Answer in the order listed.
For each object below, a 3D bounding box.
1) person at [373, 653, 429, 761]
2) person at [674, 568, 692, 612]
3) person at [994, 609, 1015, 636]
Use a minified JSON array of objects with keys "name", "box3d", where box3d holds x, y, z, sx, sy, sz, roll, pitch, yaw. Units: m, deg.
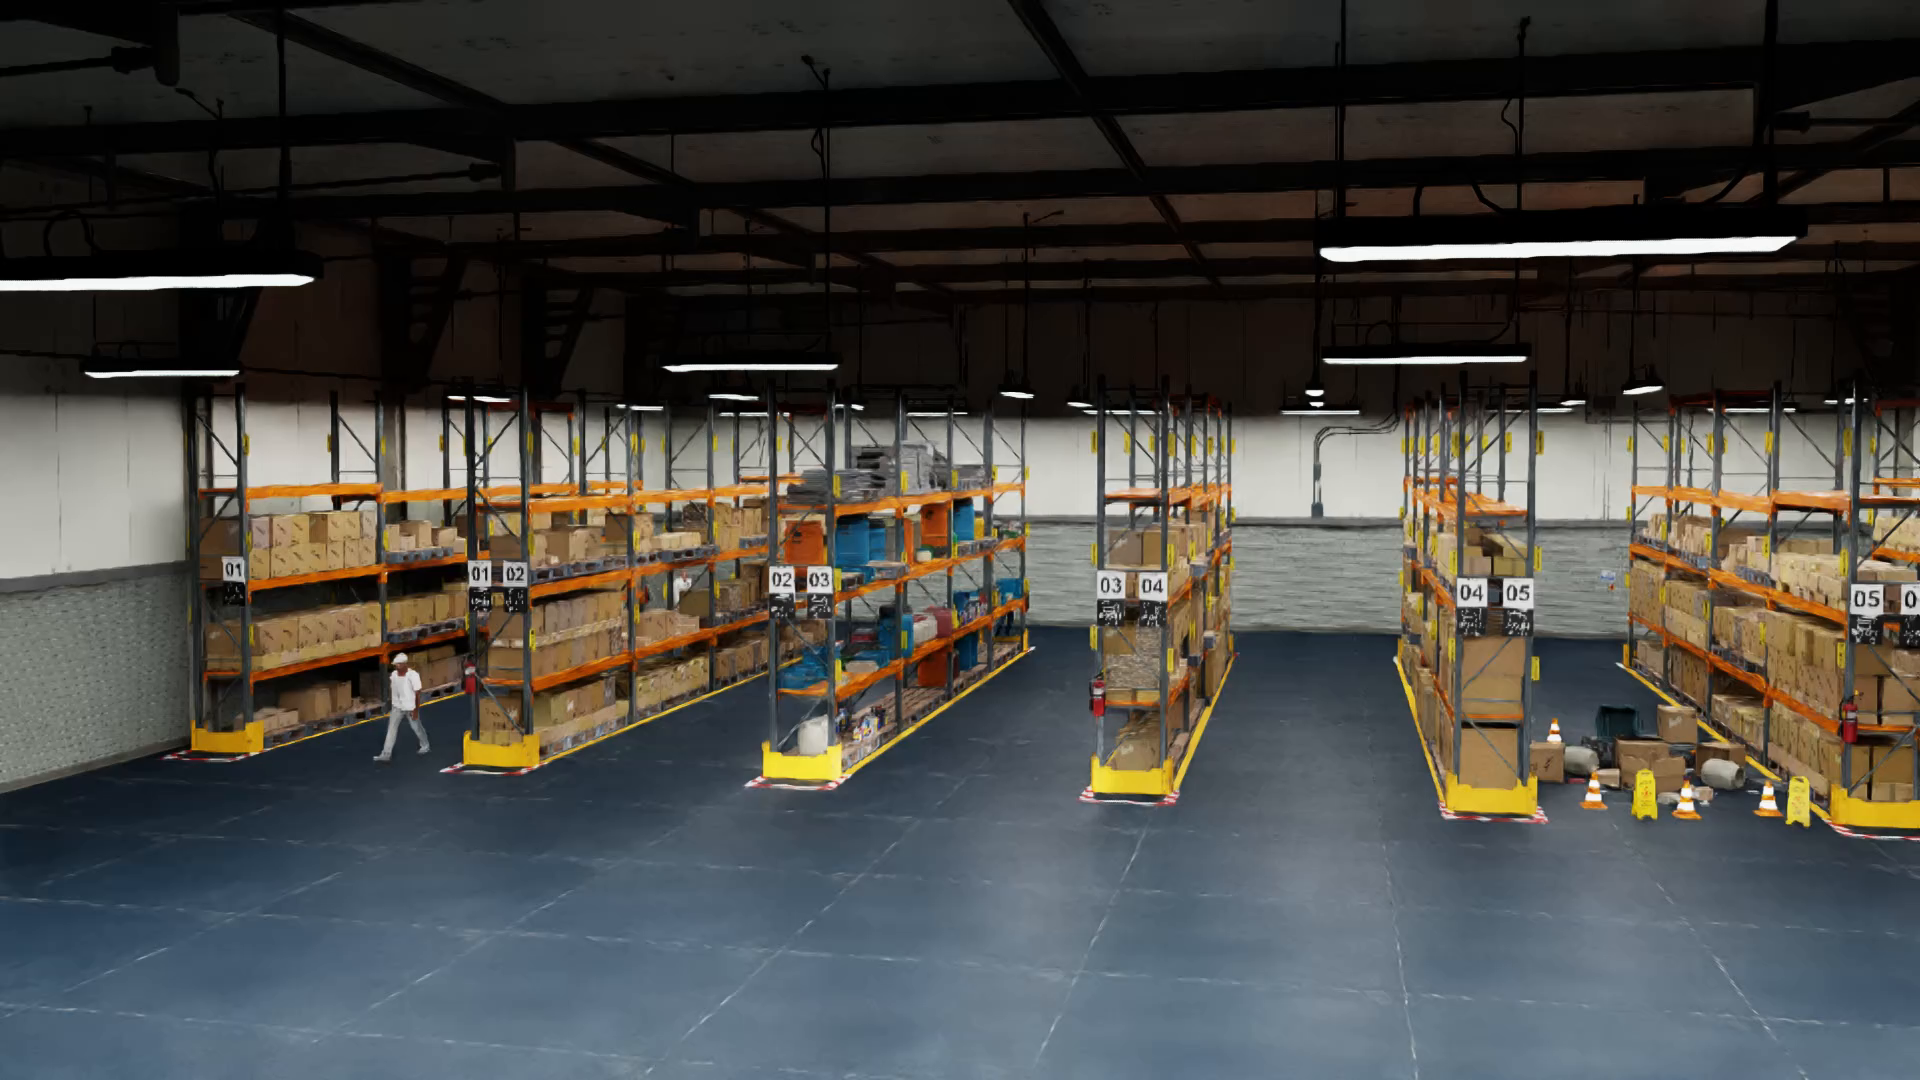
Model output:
[{"name":"person","box3d":[-8.838,2.630,26.423,0.582,1.684,1.116,1,3,15]},{"name":"person","box3d":[-7.177,1.615,43.482,0.771,1.769,0.574,-3,4,-42]},{"name":"person","box3d":[1.087,1.809,42.136,0.600,1.577,0.452,-2,4,-33]}]
